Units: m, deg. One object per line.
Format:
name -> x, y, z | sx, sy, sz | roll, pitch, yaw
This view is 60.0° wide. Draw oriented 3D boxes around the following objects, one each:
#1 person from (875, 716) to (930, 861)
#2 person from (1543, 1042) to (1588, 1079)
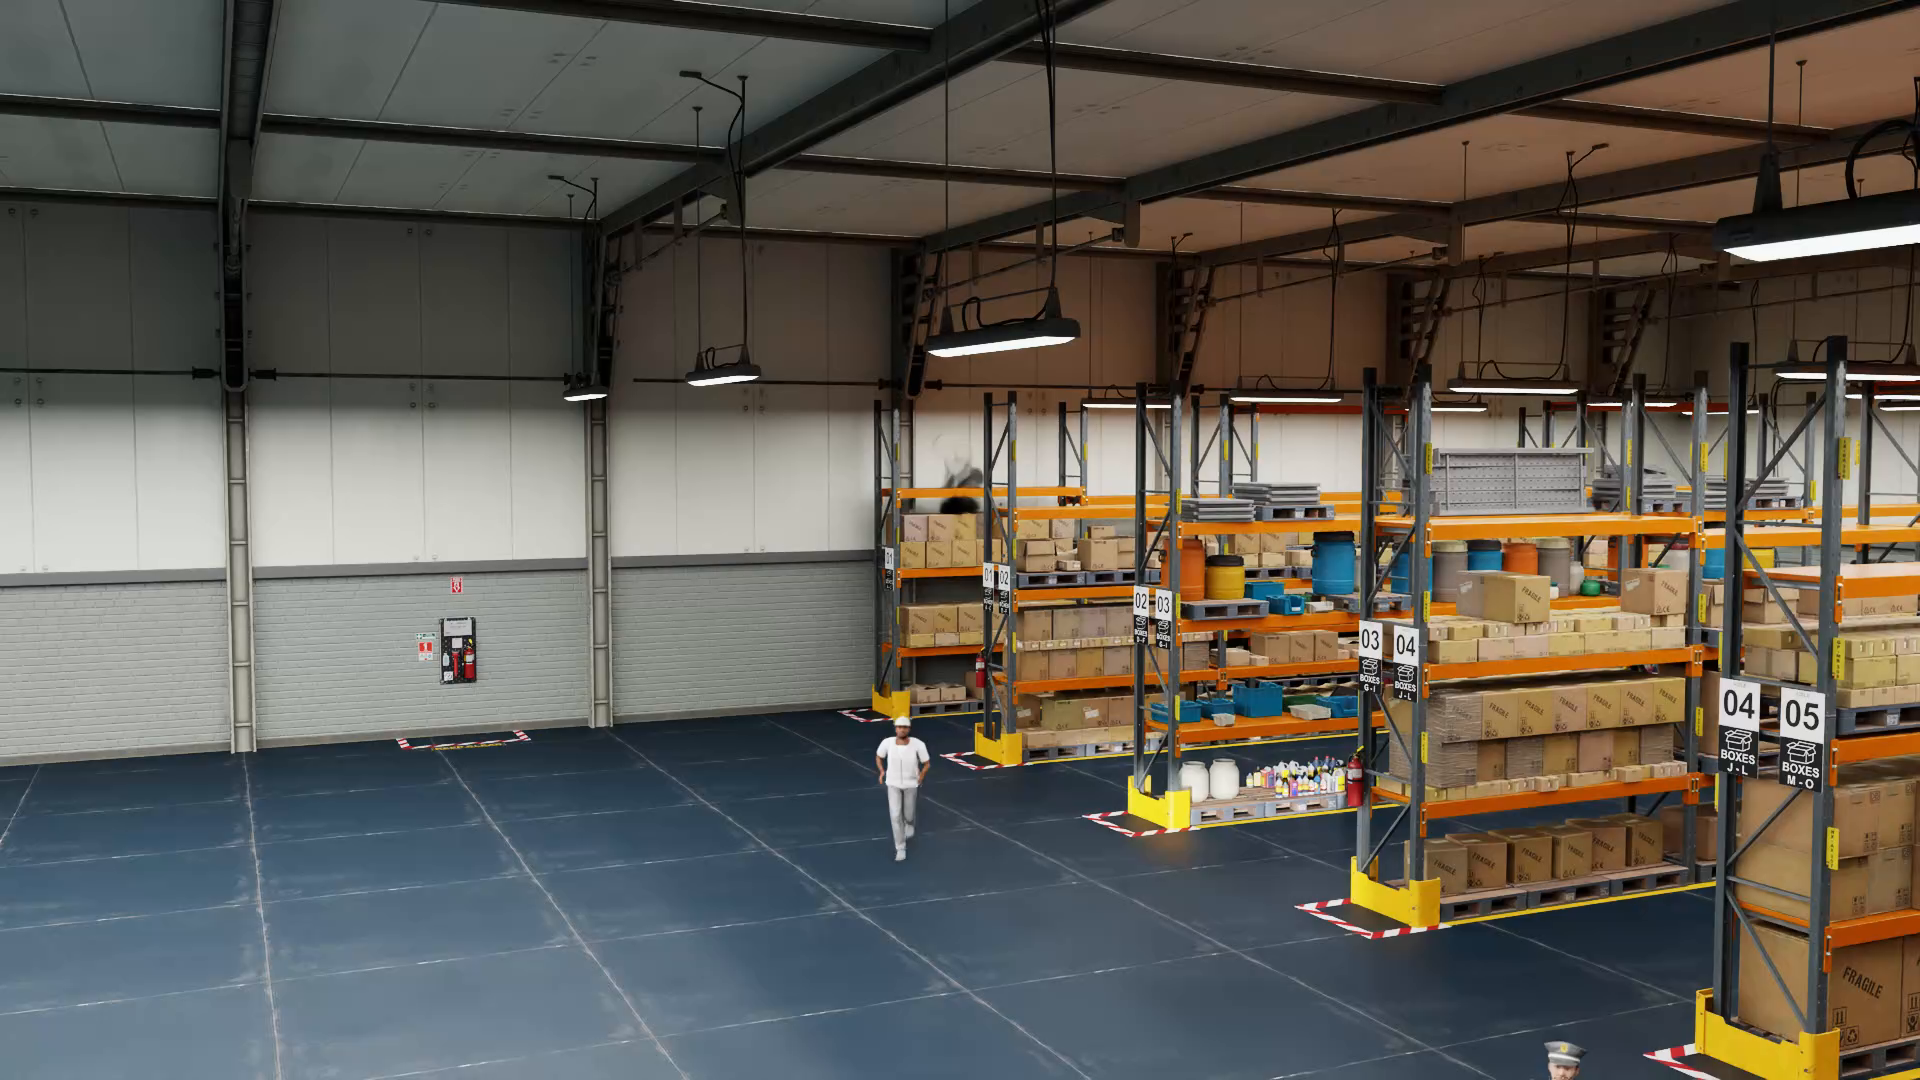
person -> -0.726, 3.084, 20.920 | 0.700, 1.758, 0.850 | 0, 3, 2
person -> 3.567, 3.753, 9.850 | 0.655, 1.653, 0.719 | 2, 4, 26
